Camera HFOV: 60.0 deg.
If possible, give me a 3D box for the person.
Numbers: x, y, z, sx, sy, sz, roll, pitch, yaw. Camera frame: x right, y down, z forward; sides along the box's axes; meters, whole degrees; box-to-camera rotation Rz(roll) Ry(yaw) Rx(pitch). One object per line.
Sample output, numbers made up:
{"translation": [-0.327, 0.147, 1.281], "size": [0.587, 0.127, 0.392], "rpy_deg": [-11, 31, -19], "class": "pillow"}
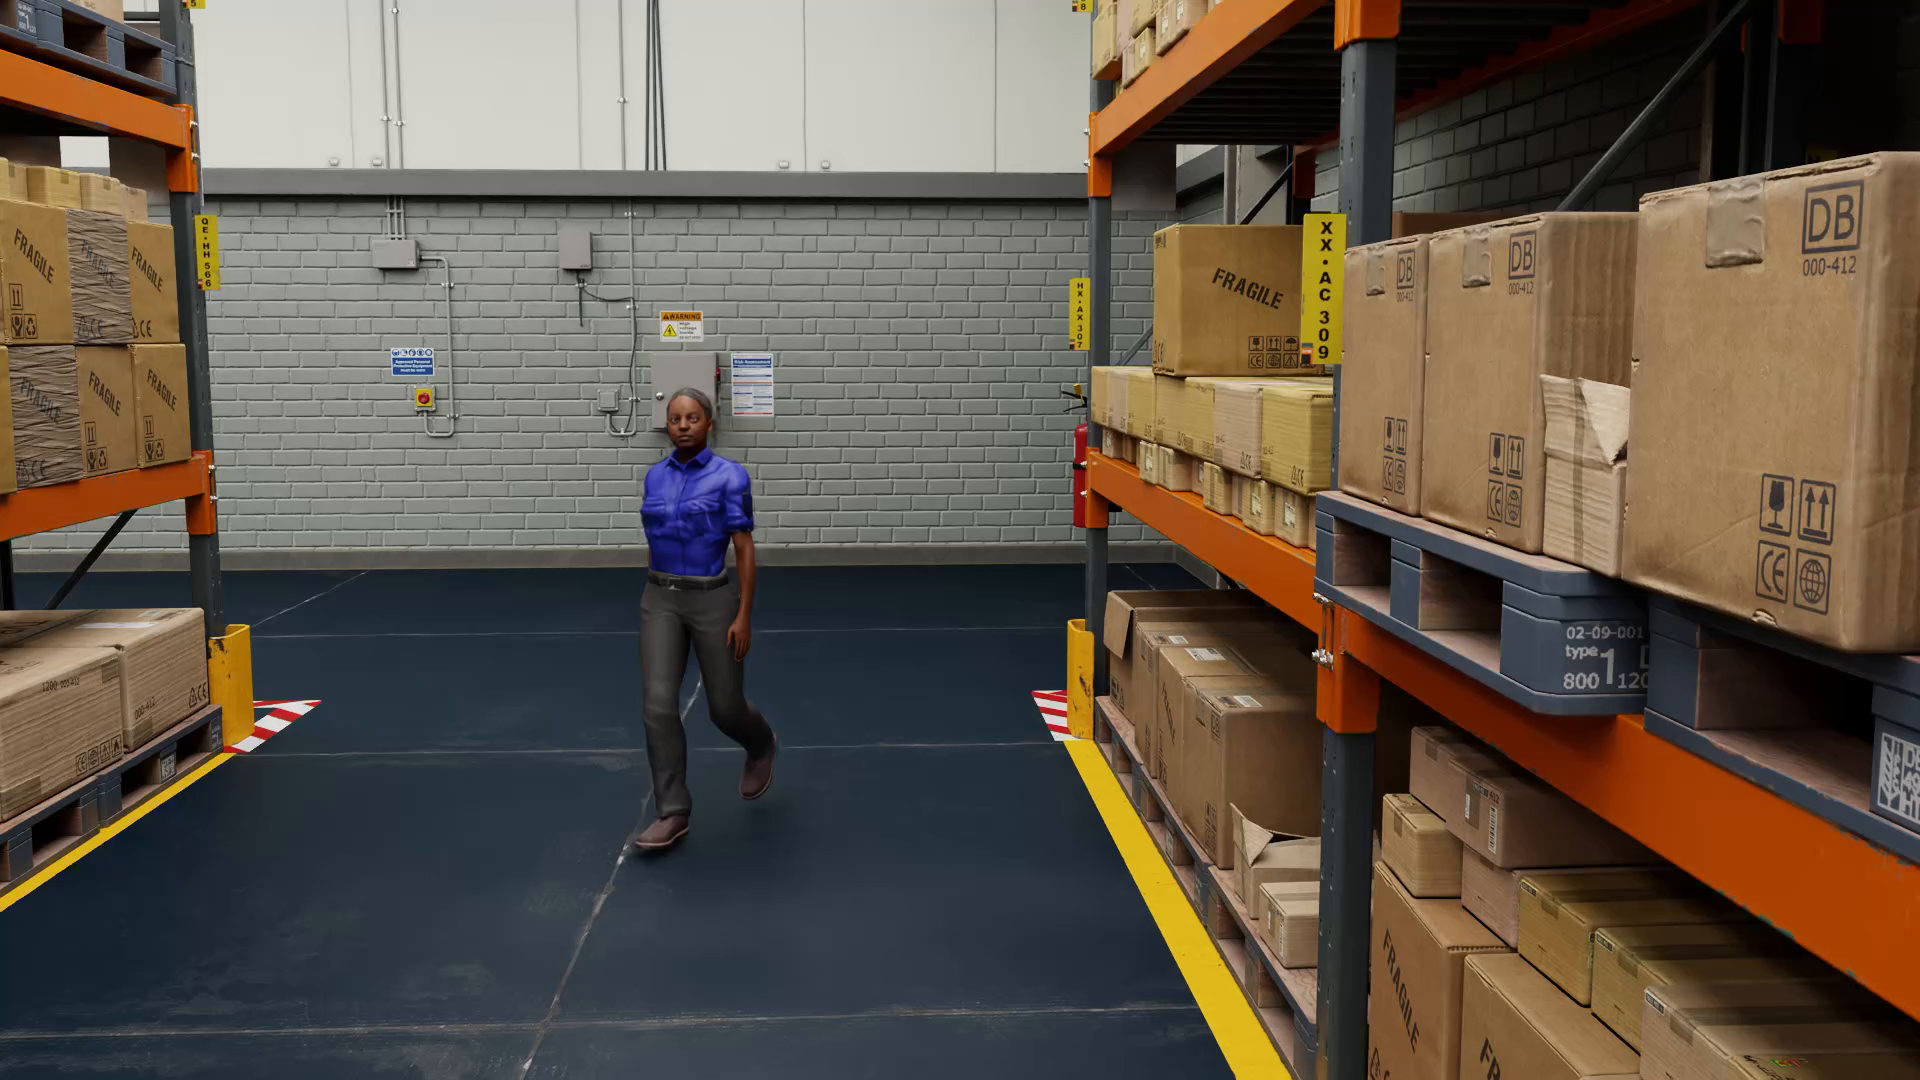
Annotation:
{"translation": [-0.948, 0.254, 6.110], "size": [0.452, 1.623, 0.791], "rpy_deg": [2, 7, 14], "class": "person"}
